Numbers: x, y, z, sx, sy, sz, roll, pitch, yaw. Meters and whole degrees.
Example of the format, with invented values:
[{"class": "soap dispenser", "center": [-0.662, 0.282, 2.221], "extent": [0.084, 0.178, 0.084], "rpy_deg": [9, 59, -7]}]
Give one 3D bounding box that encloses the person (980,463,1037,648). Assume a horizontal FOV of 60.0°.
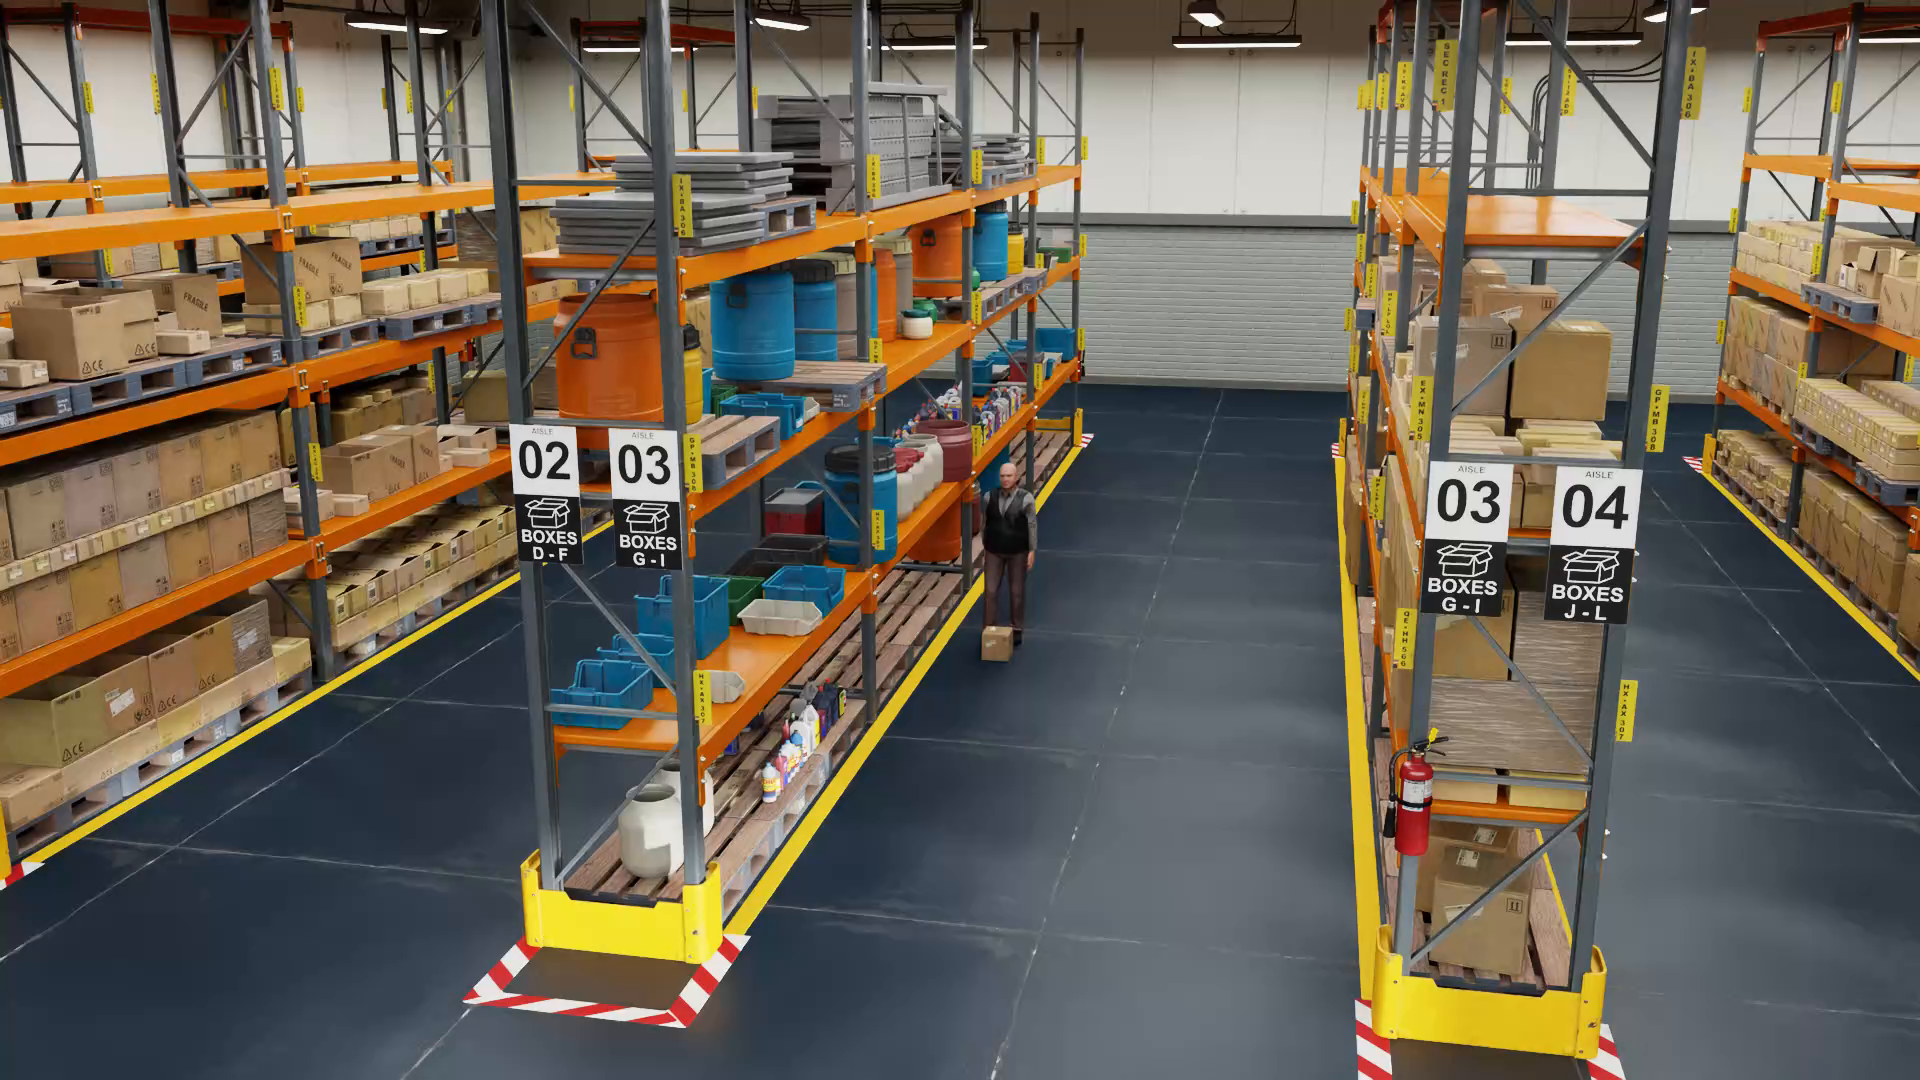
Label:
[{"class": "person", "center": [0.439, 0.145, 15.501], "extent": [0.544, 1.722, 0.503], "rpy_deg": [3, 15, 12]}]
